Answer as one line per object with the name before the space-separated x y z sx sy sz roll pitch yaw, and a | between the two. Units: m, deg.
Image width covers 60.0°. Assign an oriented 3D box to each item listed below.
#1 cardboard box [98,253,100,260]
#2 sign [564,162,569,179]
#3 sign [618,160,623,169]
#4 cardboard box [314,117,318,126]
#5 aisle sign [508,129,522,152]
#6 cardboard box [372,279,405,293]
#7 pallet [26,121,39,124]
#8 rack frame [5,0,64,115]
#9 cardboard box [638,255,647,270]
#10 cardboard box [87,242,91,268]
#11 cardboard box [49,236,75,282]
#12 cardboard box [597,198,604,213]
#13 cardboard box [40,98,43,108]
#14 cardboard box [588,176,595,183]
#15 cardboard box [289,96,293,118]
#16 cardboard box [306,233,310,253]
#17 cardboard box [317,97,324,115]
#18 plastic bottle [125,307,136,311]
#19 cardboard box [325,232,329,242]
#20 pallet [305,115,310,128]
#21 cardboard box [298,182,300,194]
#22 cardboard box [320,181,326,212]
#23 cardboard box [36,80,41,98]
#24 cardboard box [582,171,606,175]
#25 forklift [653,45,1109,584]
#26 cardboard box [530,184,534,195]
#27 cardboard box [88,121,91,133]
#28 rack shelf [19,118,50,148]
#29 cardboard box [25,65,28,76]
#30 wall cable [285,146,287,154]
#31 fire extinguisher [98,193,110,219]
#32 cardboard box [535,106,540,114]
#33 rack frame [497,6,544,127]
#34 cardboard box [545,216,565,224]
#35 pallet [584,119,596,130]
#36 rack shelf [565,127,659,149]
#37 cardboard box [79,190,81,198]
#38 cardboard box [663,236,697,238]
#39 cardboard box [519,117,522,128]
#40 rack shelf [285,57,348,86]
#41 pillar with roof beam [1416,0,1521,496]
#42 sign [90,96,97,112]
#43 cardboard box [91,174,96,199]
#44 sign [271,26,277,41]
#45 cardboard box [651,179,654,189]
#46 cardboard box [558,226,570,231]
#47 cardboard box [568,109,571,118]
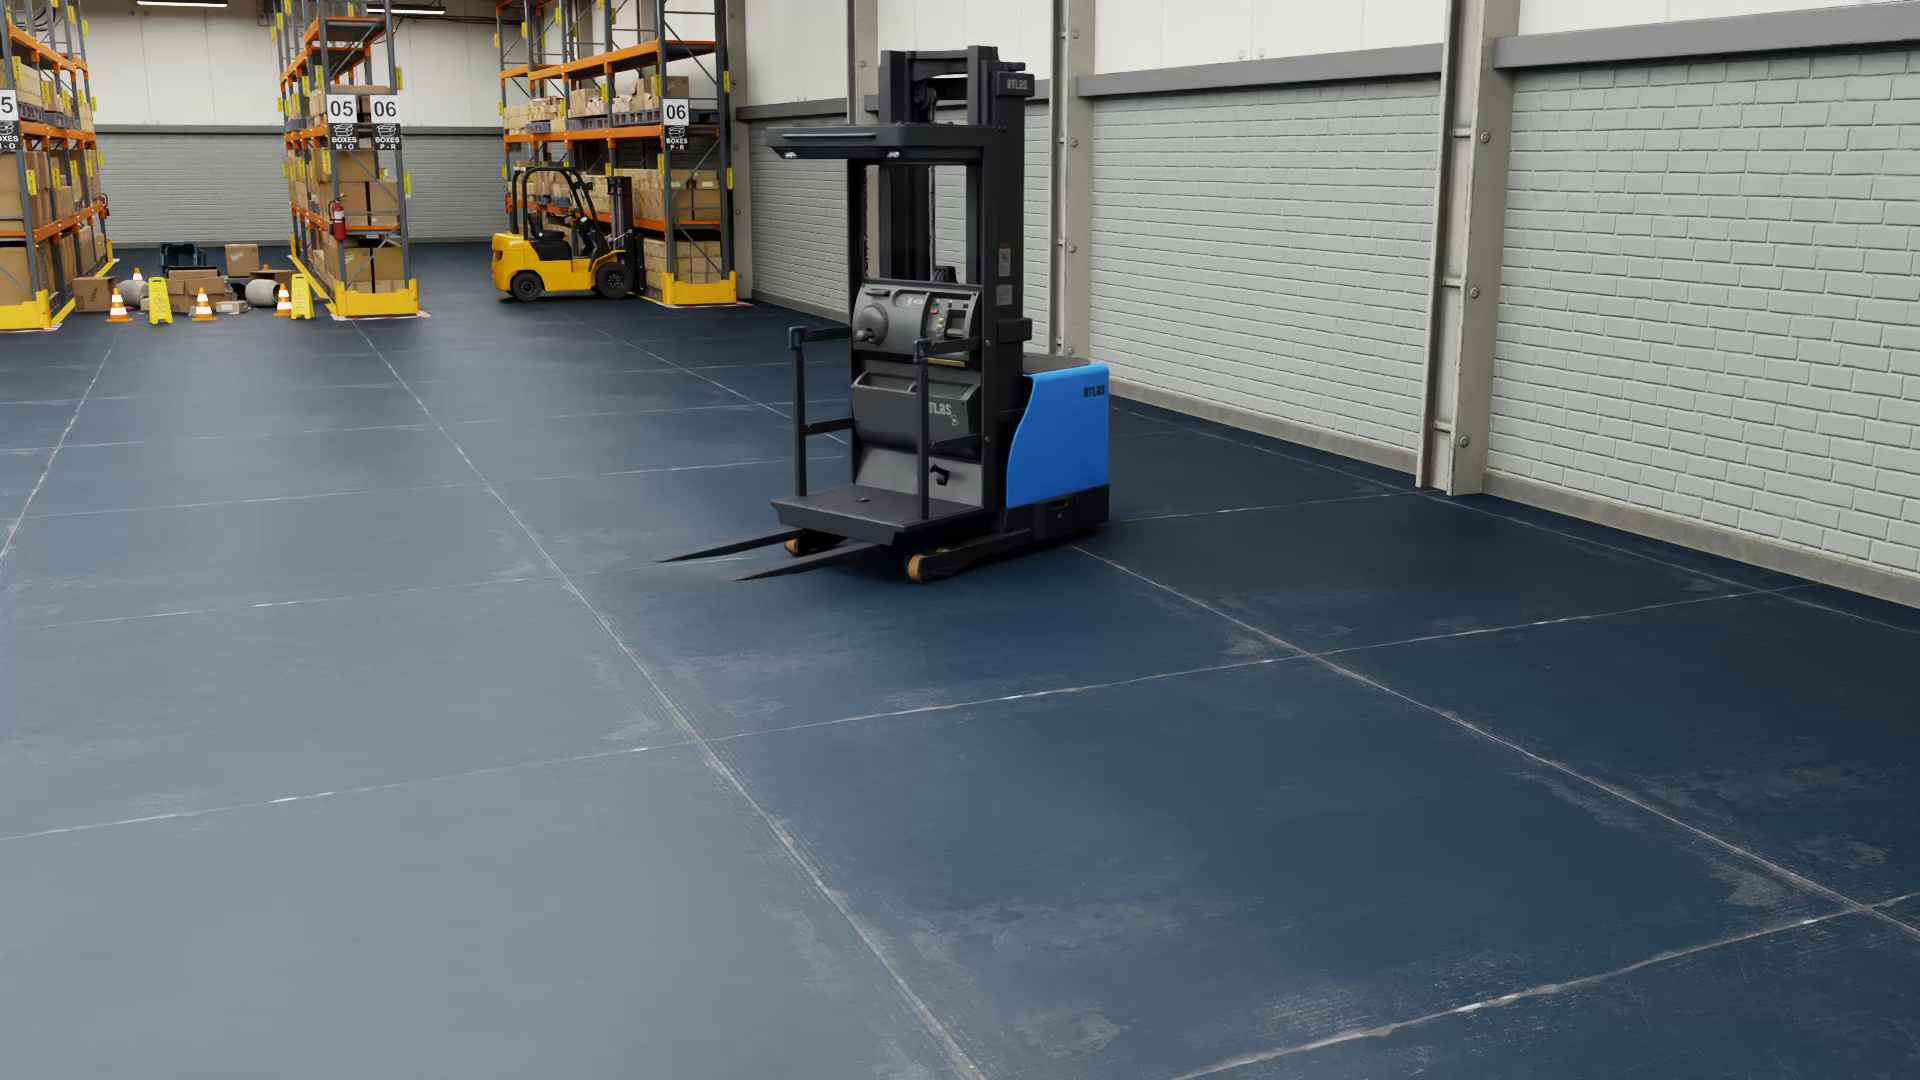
cardboard box | -18.040 -5.859 34.424 0.380 0.149 0.250 -5 14 -21
sign | -7.932 -7.449 33.512 0.100 0.325 0.005 -6 14 -23
sign | -6.931 -7.590 33.942 0.100 0.325 0.005 -6 14 -23
cardboard box | -10.431 -6.892 27.402 0.380 0.149 0.250 -6 14 -23
aisle sign | -10.939 -9.882 40.648 0.394 0.787 0.004 -6 14 -23
cardboard box | -8.850 -3.929 25.862 0.500 0.250 0.500 -6 14 -23
pallet | -15.290 -6.784 26.803 0.805 0.209 1.217 -6 14 -25
rack frame | -16.480 -8.980 29.214 1.000 3.000 0.127 -6 14 -23
cardboard box | -5.132 -4.712 28.135 0.500 0.250 0.500 -6 14 -24
cardboard box | -17.148 -5.528 32.216 0.500 0.500 0.500 -6 14 -24
cardboard box | -15.965 -4.852 28.739 1.050 0.750 0.750 -5 14 -22
cardboard box | -6.484 -6.259 31.094 0.500 0.250 0.500 -6 14 -23
cardboard box | -14.439 -6.777 25.751 0.380 0.149 0.250 -6 14 -23
cardboard box | -6.893 -6.873 31.752 0.380 0.149 0.250 -6 14 -24
cardboard box | -13.500 -8.858 34.187 0.500 0.500 0.500 -6 14 -24
cardboard box | -14.100 -6.633 37.126 0.875 0.438 0.875 -6 14 -25
cardboard box | -9.645 -6.698 25.679 0.500 0.250 0.500 -5 14 -21
plastic bottle | -12.852 -3.556 25.600 0.283 0.061 0.133 -12 18 -42
cardboard box | -10.191 -4.962 27.222 0.380 0.149 0.250 -5 14 -21
pallet | -10.951 -7.420 29.542 1.213 0.211 1.003 -6 14 -23
cardboard box | -13.257 -7.194 34.026 0.500 0.250 0.500 -5 14 -22
cardboard box | -10.050 -5.570 26.904 0.500 0.500 0.500 -6 14 -23
cardboard box | -14.445 -6.939 25.568 0.500 0.250 0.500 -6 14 -24
cardboard box | -7.501 -7.349 34.315 0.500 0.500 0.500 -5 14 -20
forklift | -0.402 -1.311 9.535 1.130 2.935 3.031 11 17 40
cardboard box | -9.468 -7.956 37.767 0.500 0.250 0.500 -5 14 -22
cardboard box | -18.631 -8.712 35.041 0.500 0.250 0.500 -5 14 -20
rack shelf | -14.077 -5.929 24.278 1.077 0.370 4.000 -6 14 -23
cardboard box | -13.728 -6.799 24.077 0.380 0.149 0.250 -5 14 -22
wall cable | -17.470 -9.852 43.961 0.585 1.953 0.123 -6 14 -23
fire extinguisher | -19.363 -7.585 37.488 0.296 0.674 0.183 -6 14 -23
cardboard box | -8.961 -9.281 35.911 0.380 0.149 0.250 -6 14 -24
rack frame | -10.643 -11.550 40.318 1.000 3.000 0.127 -6 14 -23
cardboard box | -8.993 -7.101 36.915 0.380 0.149 0.250 -6 14 -26
pallet | -6.634 -7.981 31.968 1.003 0.211 1.213 -5 14 -20
rack shelf | -6.637 -7.672 31.811 1.077 0.370 4.000 -6 14 -23
cardboard box | -17.637 -6.848 32.934 0.380 0.149 0.250 -6 14 -23
cardboard box | -4.846 -5.104 28.720 0.500 0.250 0.500 -6 14 -24
cardboard box | -9.876 -9.625 38.324 0.500 0.250 0.500 -5 14 -22
rack shelf | -12.786 -9.316 33.148 1.077 0.370 4.000 -6 14 -23
pillar with roof beam | -0.421 -4.362 9.261 9.100 9.000 0.400 -6 14 -23
sign | -19.168 -9.649 36.793 0.100 0.325 0.005 -6 14 -23
cardboard box | -18.423 -7.412 34.860 0.500 0.500 0.500 -6 14 -24
sign | -15.701 -11.585 38.044 0.100 0.325 0.005 -6 14 -23
cardboard box | -4.896 -5.894 27.526 0.380 0.149 0.250 -6 14 -23
cardboard box | -8.374 -6.633 35.551 0.380 0.149 0.250 -6 14 -26
cardboard box | -7.577 -8.476 33.053 0.380 0.166 0.250 -6 14 -23
